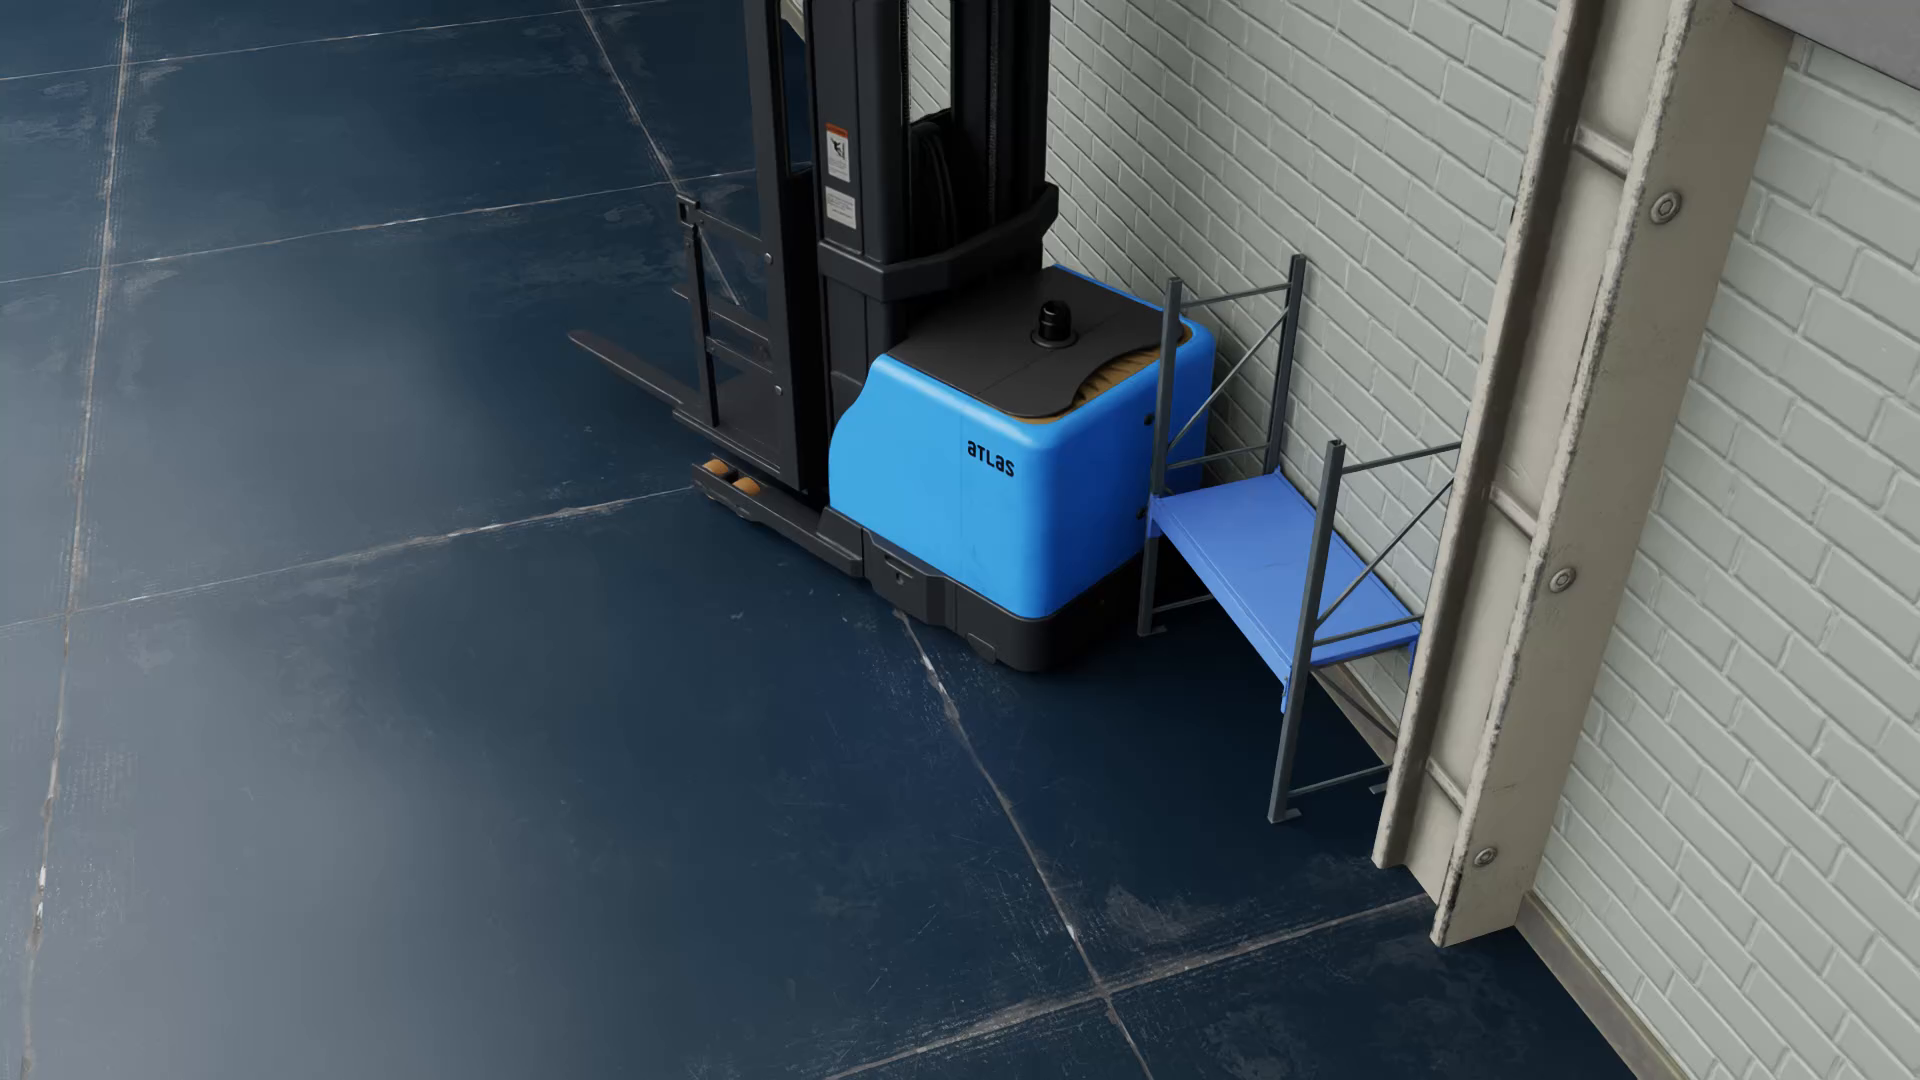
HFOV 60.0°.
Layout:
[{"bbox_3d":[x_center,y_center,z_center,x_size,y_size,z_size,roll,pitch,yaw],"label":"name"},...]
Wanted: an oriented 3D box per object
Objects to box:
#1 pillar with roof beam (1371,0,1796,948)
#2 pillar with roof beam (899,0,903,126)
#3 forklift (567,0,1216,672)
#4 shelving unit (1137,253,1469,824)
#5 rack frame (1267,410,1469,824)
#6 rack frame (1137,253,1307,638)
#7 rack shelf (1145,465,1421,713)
[{"bbox_3d":[-2.500,-1.596,1.390,9.100,9.000,0.400,-12,39,-16],"label":"pillar with roof beam"},{"bbox_3d":[-4.565,-4.986,5.890,9.100,9.000,0.400,-12,39,-16],"label":"pillar with roof beam"},{"bbox_3d":[-0.479,-1.464,6.257,3.031,2.935,1.130,30,46,33],"label":"forklift"},{"bbox_3d":[1.084,-0.006,5.511,0.538,1.500,1.048,-13,39,-16],"label":"shelving unit"},{"bbox_3d":[1.261,0.281,5.130,0.500,1.500,0.032,-13,39,-16],"label":"rack frame"},{"bbox_3d":[0.908,-0.293,5.892,0.500,1.500,0.032,-13,39,-16],"label":"rack frame"},{"bbox_3d":[1.084,0.138,5.619,0.538,0.185,1.000,-13,39,-16],"label":"rack shelf"}]
